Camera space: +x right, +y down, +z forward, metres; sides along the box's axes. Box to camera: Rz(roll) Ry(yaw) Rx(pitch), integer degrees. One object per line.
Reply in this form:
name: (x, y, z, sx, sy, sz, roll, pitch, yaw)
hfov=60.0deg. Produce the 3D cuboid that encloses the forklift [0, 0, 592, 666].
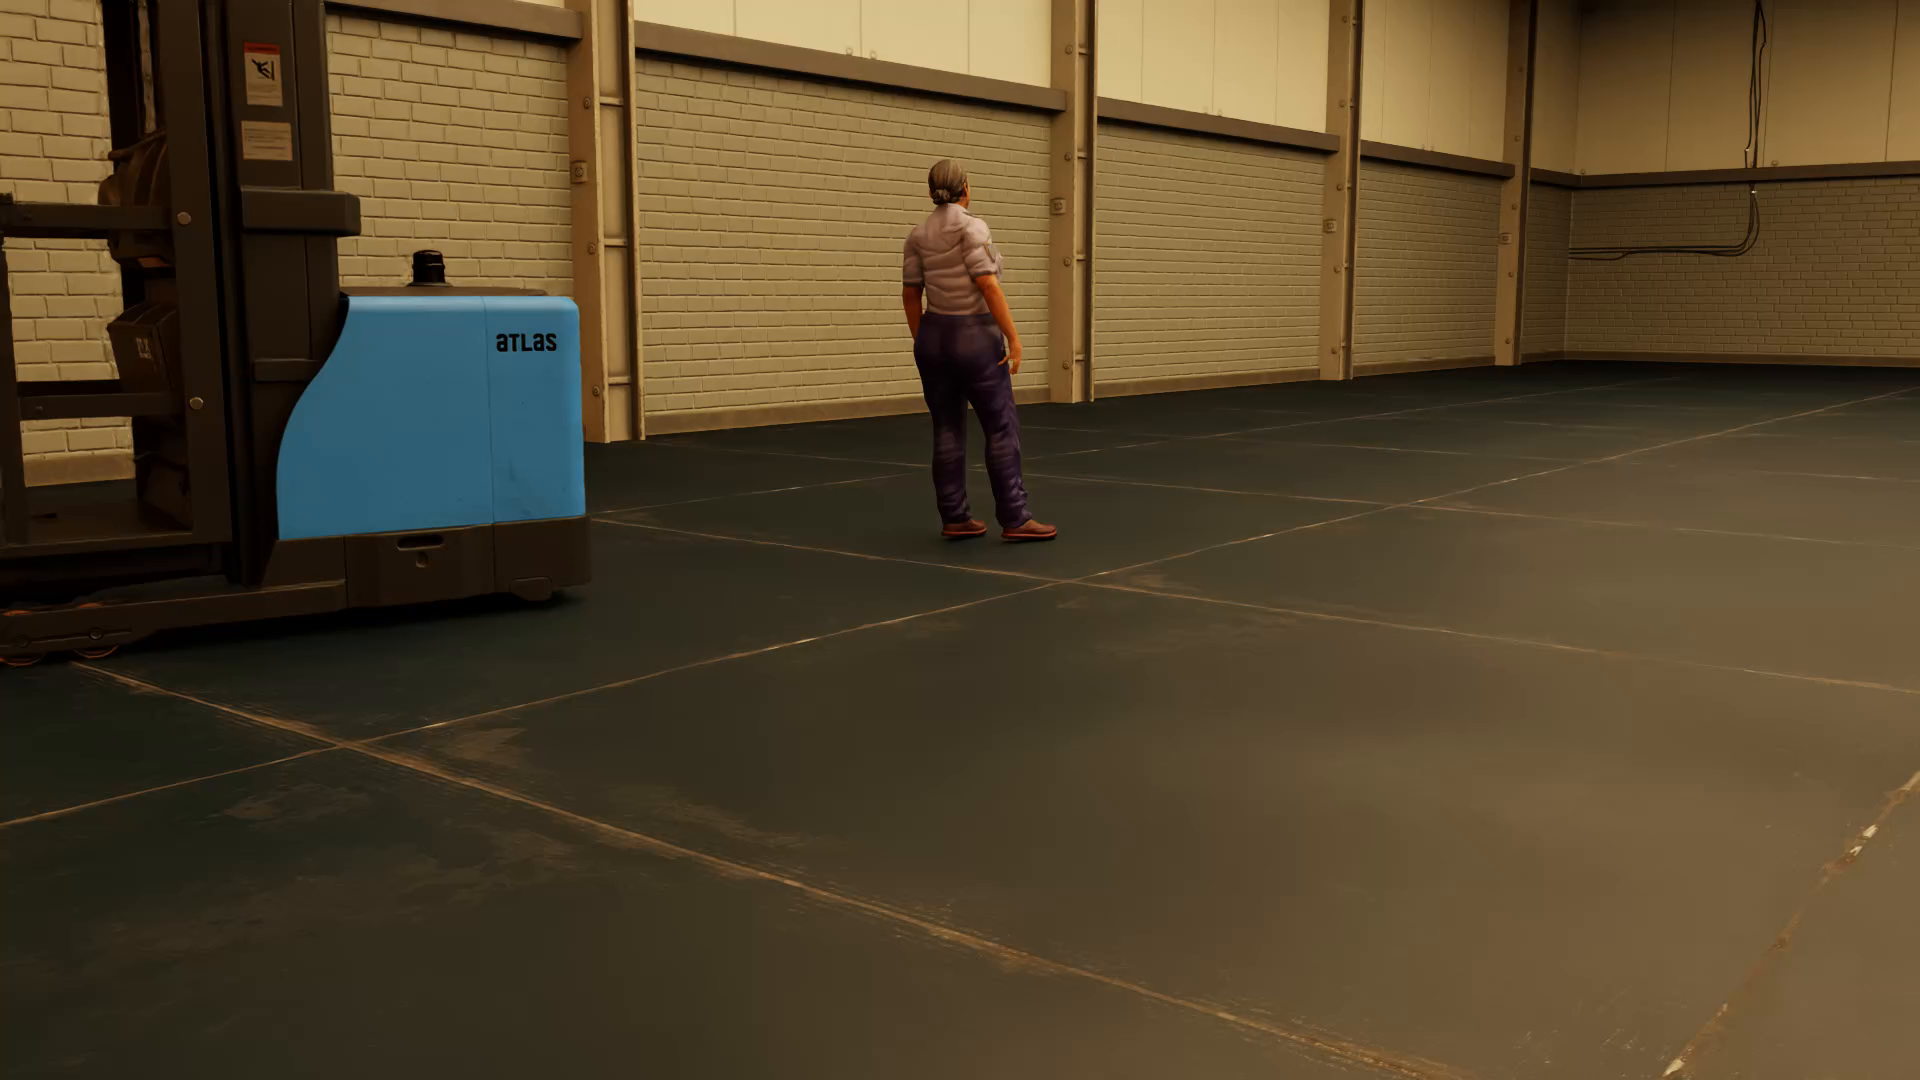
forklift: (-2.814, -1.166, 5.252, 3.031, 2.935, 1.130, -6, 10, -34)

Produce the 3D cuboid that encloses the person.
person: (0.075, -0.830, 7.340, 0.598, 1.651, 0.502, 7, 11, 38)
